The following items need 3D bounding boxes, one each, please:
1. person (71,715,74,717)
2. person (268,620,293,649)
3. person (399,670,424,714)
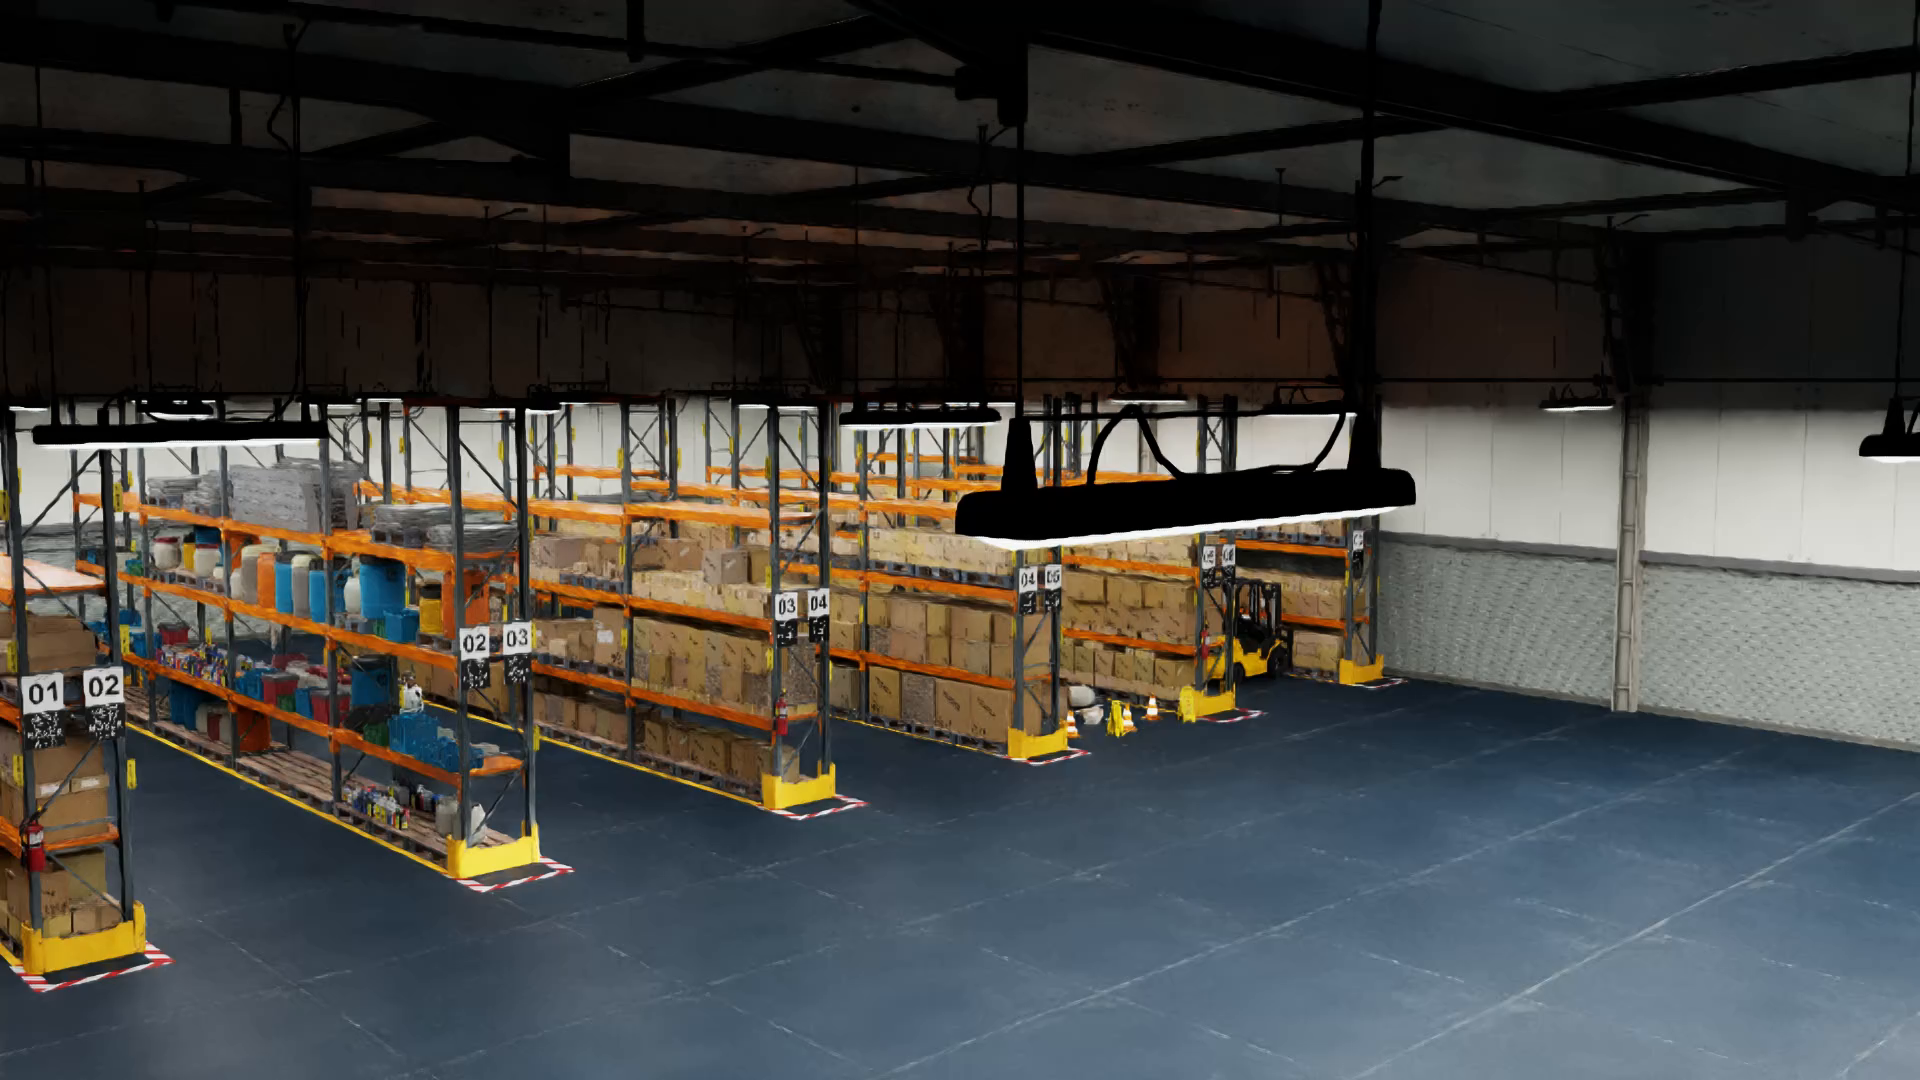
[{"bbox_3d":[-13.815,3.050,25.575,1.089,1.588,0.455,5,8,44],"label":"person"},{"bbox_3d":[-16.081,1.707,39.249,0.584,1.664,0.978,-2,6,-22],"label":"person"},{"bbox_3d":[-8.972,2.898,27.142,1.089,1.590,0.488,5,8,44],"label":"person"}]
